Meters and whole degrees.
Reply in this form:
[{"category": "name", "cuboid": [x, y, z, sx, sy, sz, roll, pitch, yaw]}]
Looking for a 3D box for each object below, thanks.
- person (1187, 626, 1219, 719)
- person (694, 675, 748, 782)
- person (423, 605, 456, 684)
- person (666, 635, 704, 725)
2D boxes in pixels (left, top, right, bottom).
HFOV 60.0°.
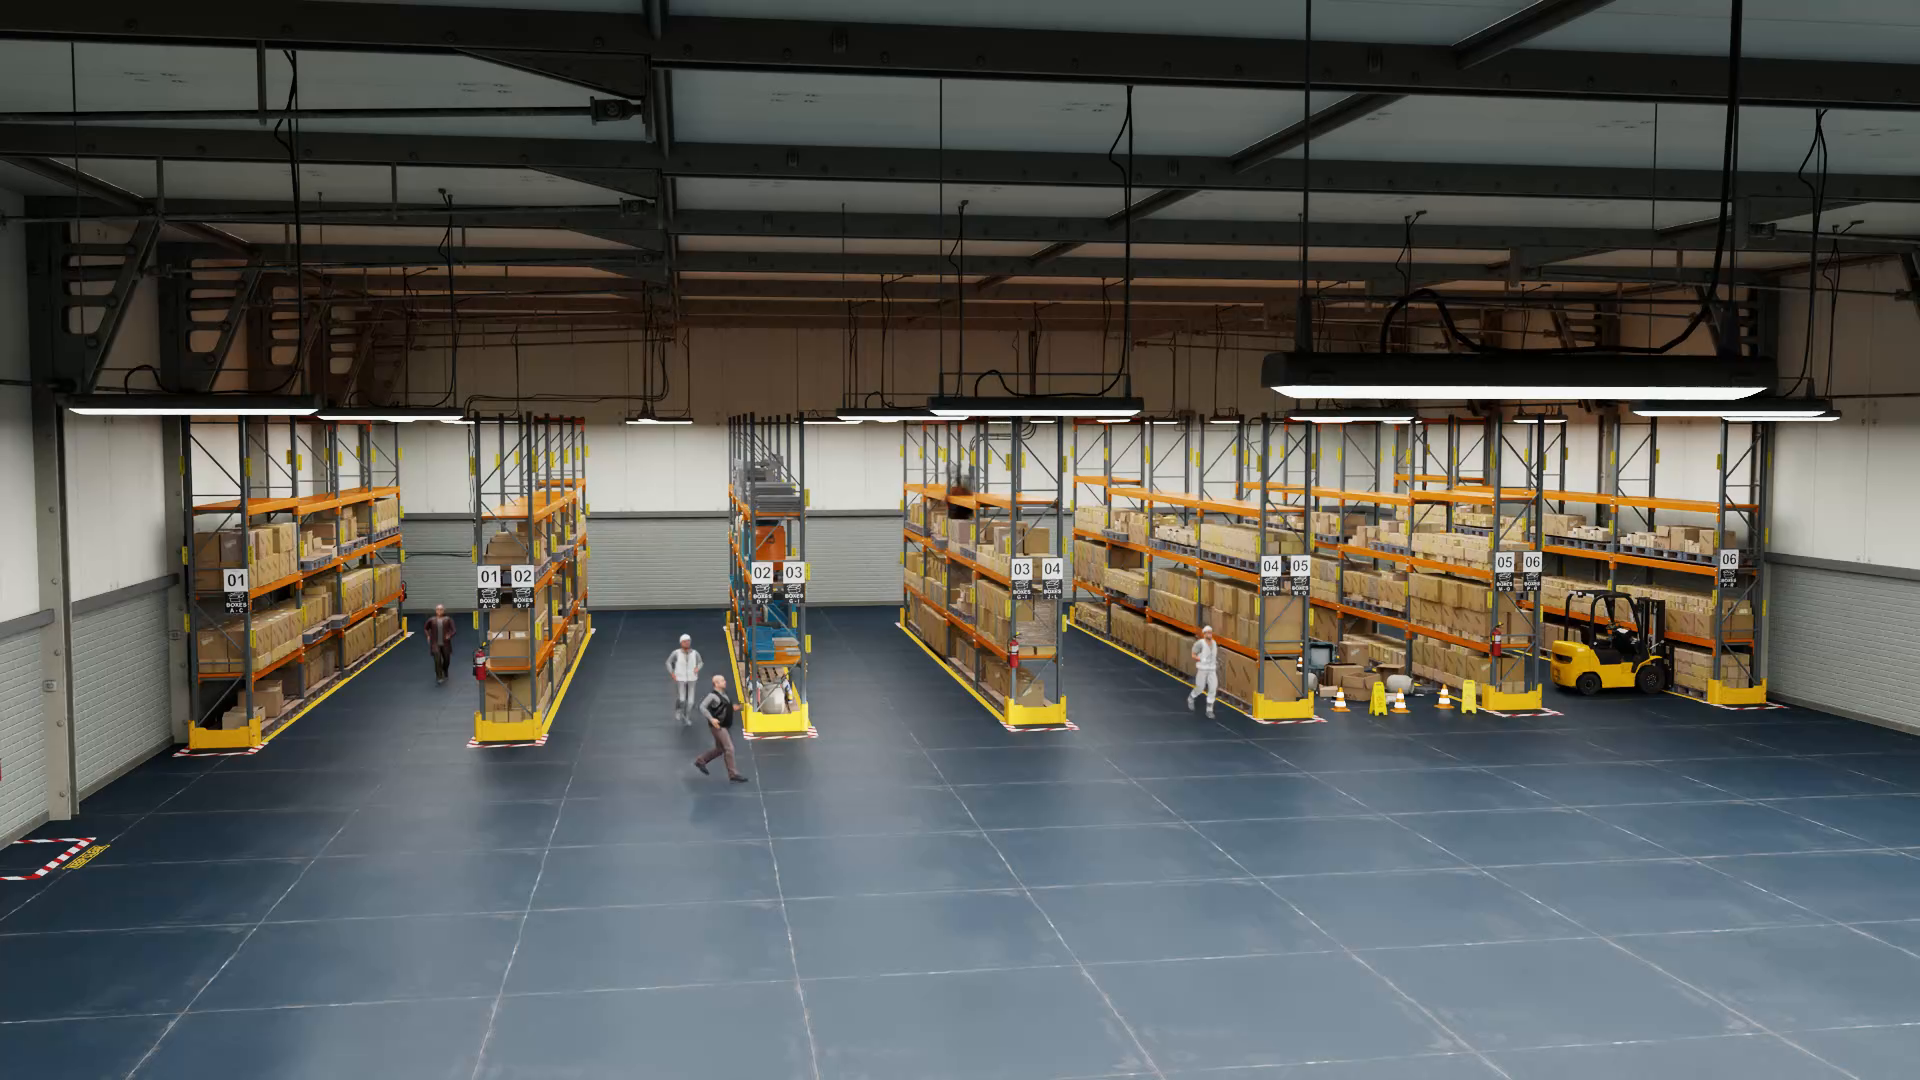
[{"category": "person", "cuboid": [4.864, 2.593, 33.002, 0.667, 1.798, 0.876, -2, 4, -22]}, {"category": "person", "cuboid": [-3.864, 3.020, 26.786, 0.969, 1.699, 0.659, 1, 4, 12]}, {"category": "person", "cuboid": [-11.634, 2.325, 37.198, 0.715, 1.735, 0.812, -1, 4, -19]}, {"category": "person", "cuboid": [-5.247, 2.684, 31.865, 0.703, 1.743, 0.542, -1, 4, -20]}]
